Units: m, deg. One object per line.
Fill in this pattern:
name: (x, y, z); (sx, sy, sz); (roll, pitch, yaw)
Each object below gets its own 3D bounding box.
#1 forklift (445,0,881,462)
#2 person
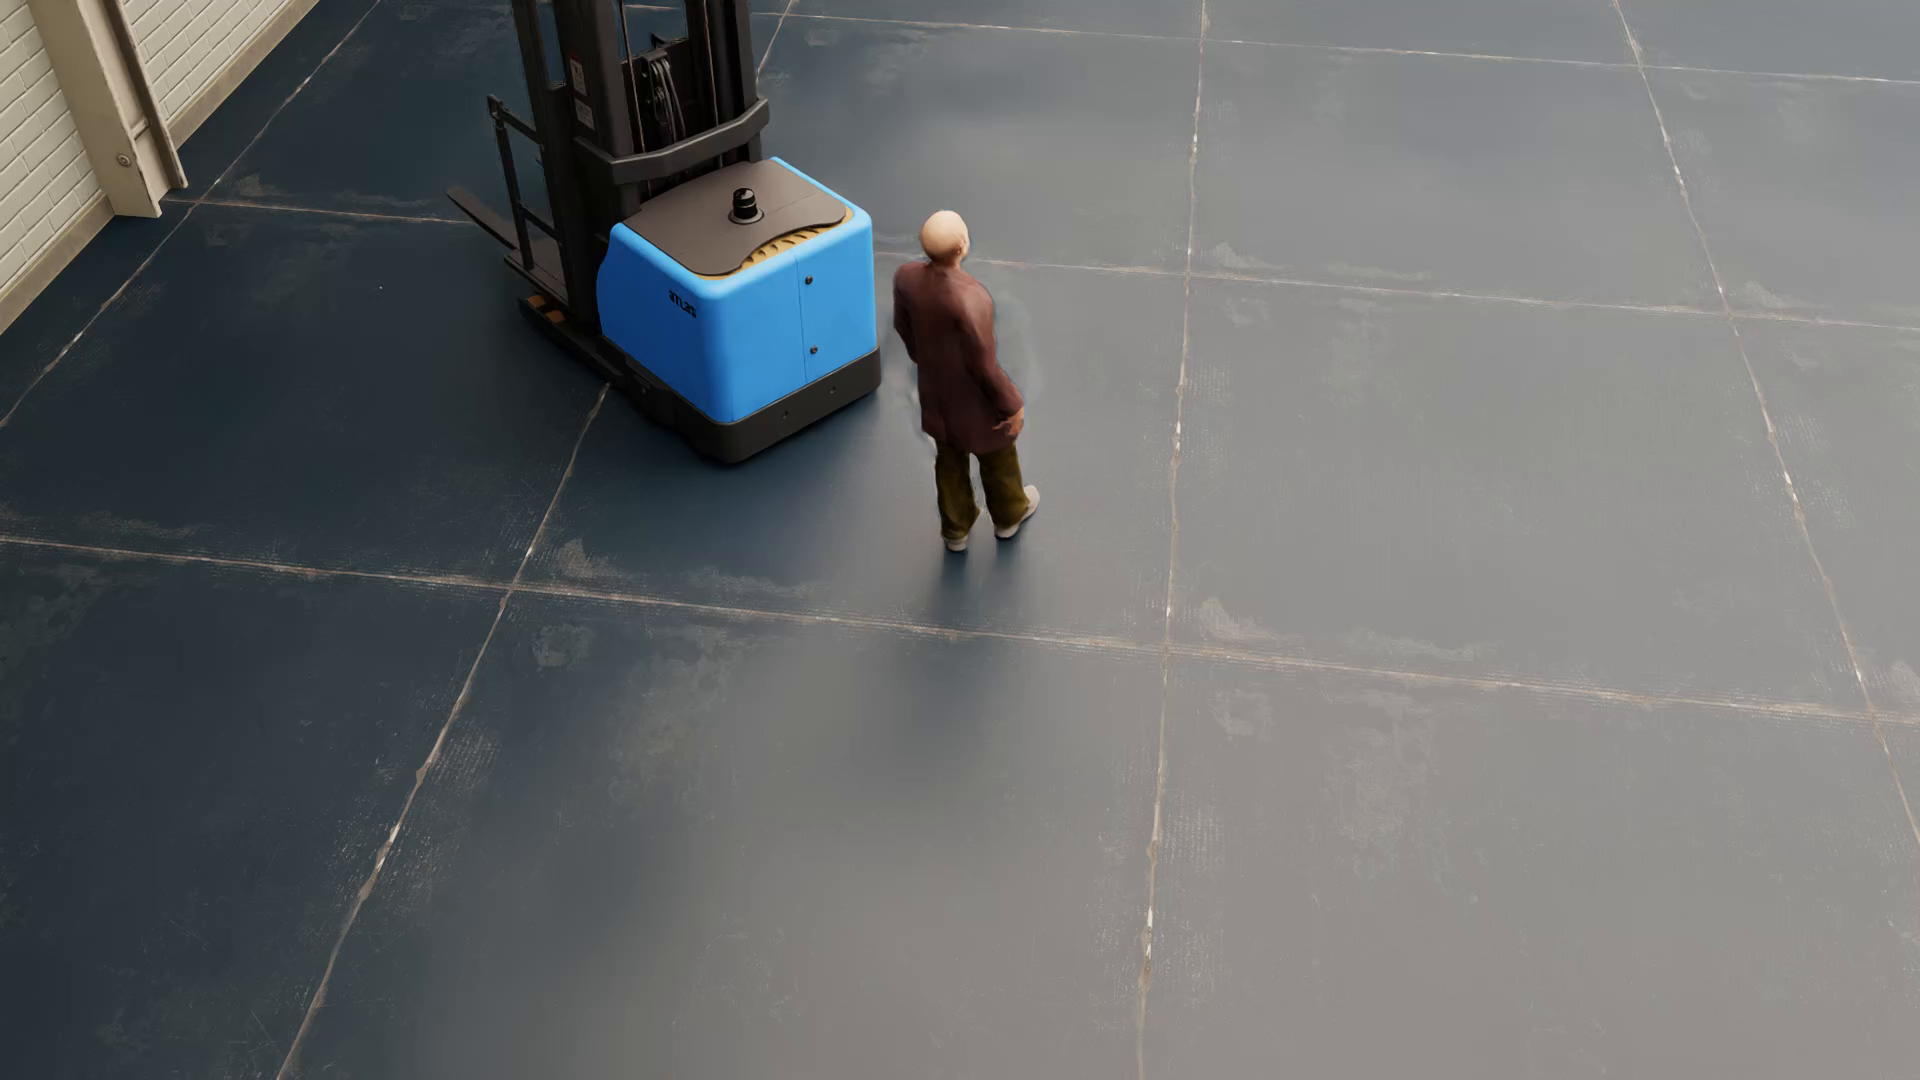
forklift: (-1.774, -2.374, 8.309); (1.130, 2.935, 3.031); (-32, 51, -30)
person: (0.106, -0.727, 7.360); (0.671, 1.775, 0.700); (-32, 51, -30)
